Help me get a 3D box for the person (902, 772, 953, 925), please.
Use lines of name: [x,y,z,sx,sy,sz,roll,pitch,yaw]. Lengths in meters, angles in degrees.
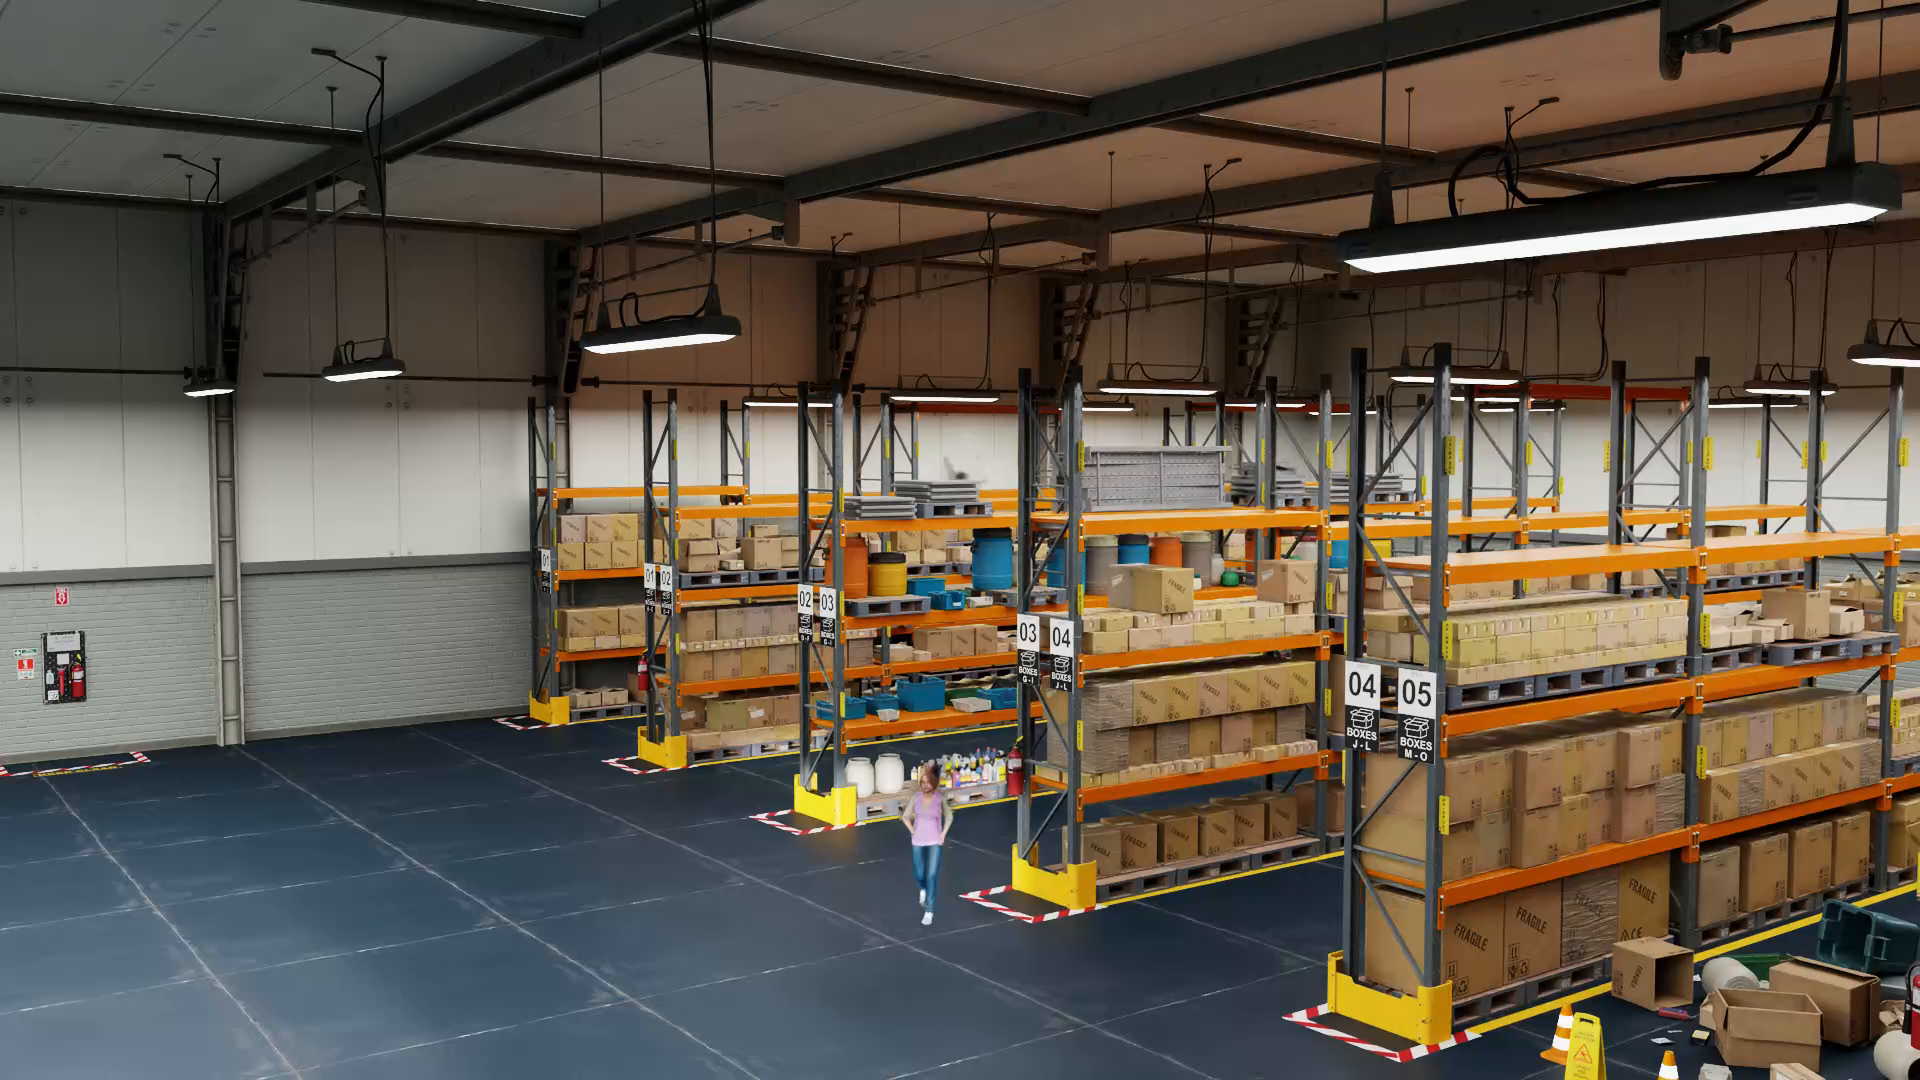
person: [-0.361,3.310,18.070,0.549,1.596,0.719,0,3,8]
